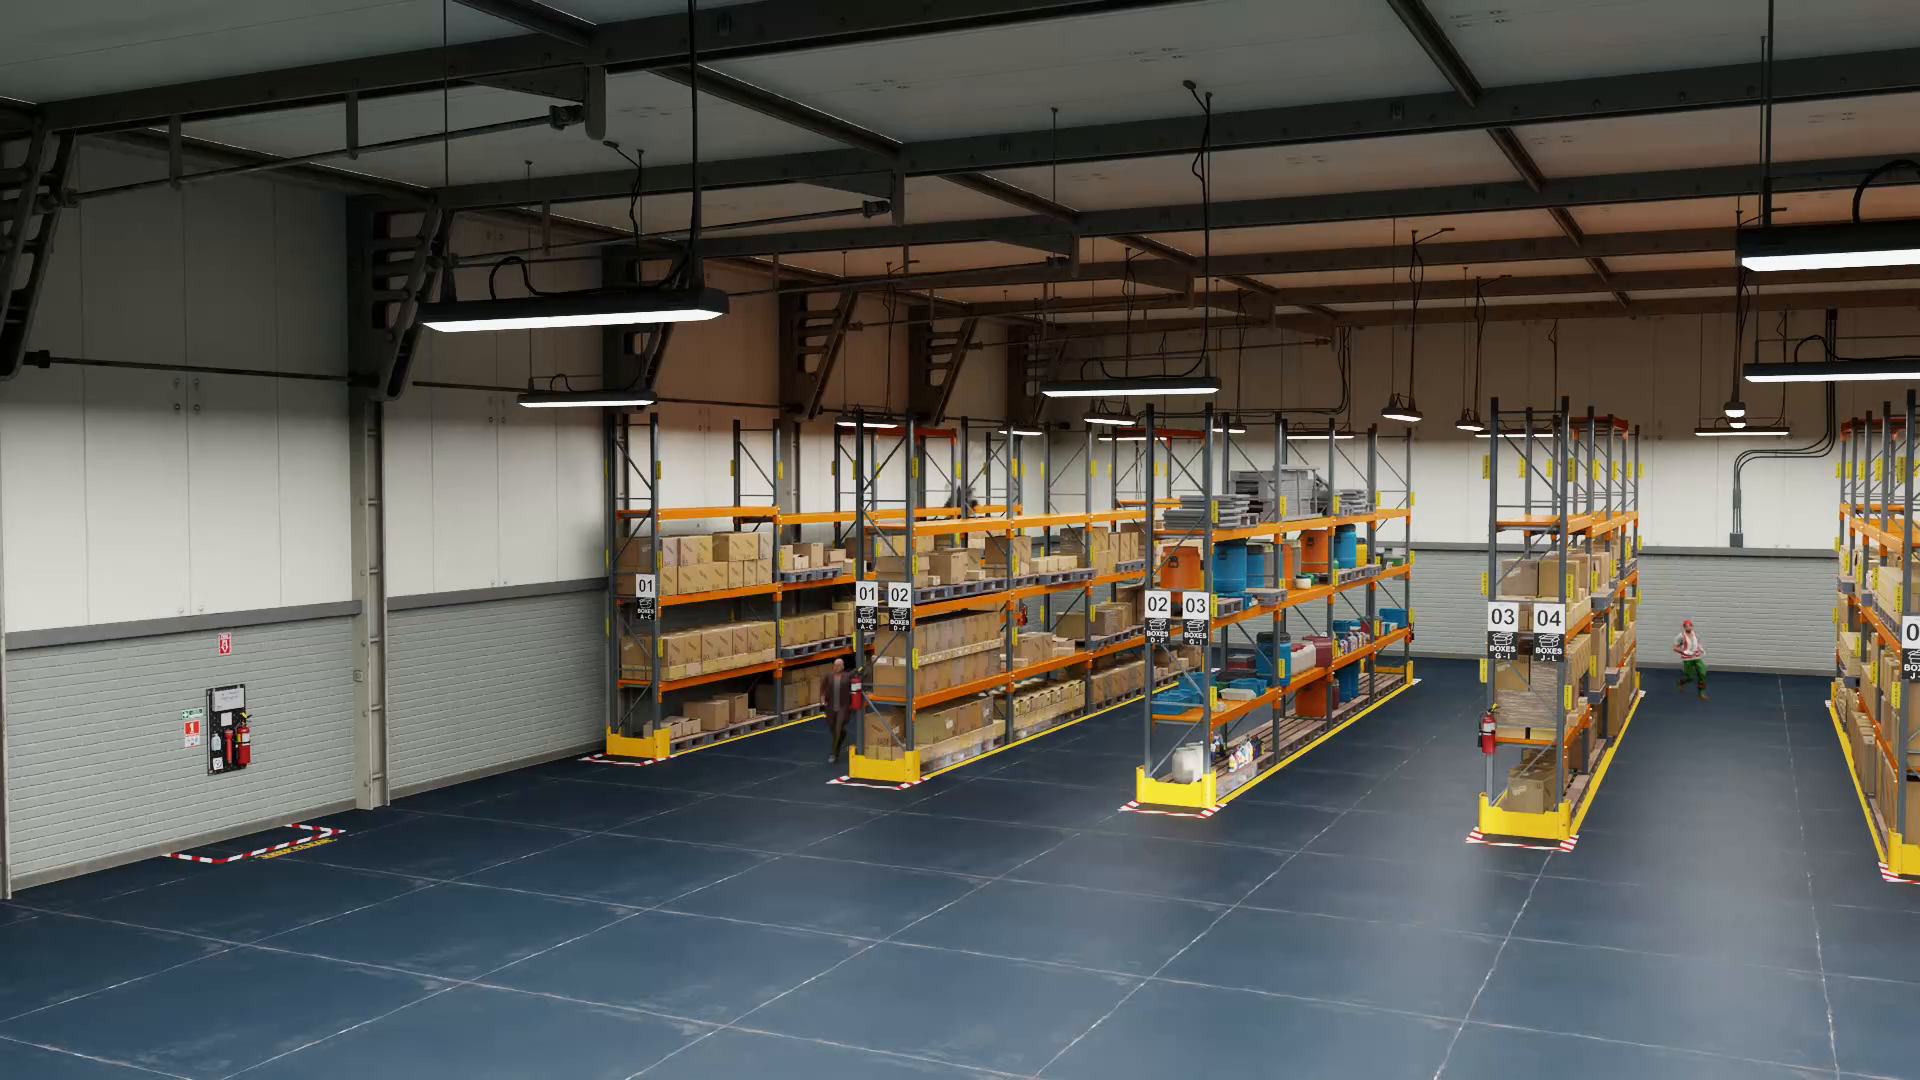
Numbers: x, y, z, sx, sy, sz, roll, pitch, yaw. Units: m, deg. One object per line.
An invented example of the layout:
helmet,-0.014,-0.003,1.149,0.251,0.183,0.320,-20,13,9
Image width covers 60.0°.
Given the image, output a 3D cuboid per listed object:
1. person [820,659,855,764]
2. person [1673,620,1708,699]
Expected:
person,-2.076,2.927,28.742,0.720,1.767,1.043,1,2,14
person,16.065,2.620,36.651,0.685,1.721,0.714,0,2,-9
